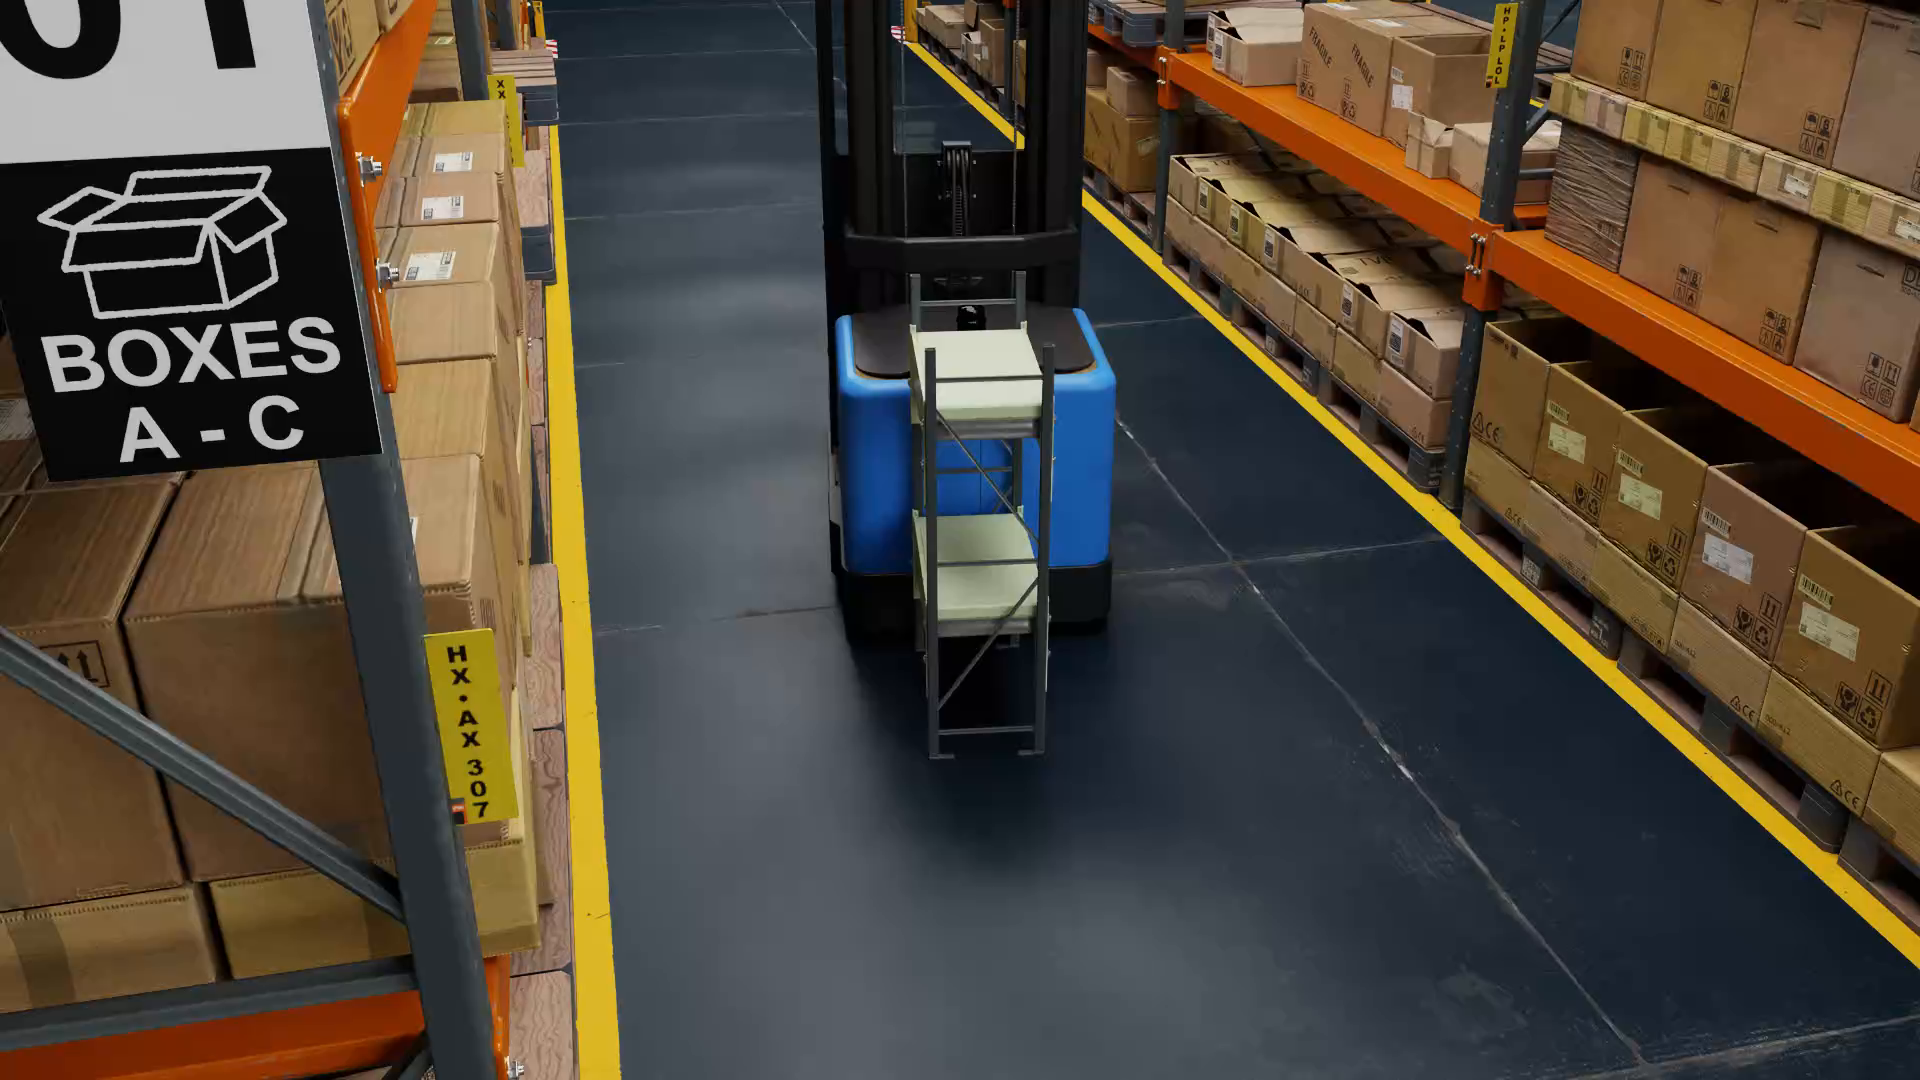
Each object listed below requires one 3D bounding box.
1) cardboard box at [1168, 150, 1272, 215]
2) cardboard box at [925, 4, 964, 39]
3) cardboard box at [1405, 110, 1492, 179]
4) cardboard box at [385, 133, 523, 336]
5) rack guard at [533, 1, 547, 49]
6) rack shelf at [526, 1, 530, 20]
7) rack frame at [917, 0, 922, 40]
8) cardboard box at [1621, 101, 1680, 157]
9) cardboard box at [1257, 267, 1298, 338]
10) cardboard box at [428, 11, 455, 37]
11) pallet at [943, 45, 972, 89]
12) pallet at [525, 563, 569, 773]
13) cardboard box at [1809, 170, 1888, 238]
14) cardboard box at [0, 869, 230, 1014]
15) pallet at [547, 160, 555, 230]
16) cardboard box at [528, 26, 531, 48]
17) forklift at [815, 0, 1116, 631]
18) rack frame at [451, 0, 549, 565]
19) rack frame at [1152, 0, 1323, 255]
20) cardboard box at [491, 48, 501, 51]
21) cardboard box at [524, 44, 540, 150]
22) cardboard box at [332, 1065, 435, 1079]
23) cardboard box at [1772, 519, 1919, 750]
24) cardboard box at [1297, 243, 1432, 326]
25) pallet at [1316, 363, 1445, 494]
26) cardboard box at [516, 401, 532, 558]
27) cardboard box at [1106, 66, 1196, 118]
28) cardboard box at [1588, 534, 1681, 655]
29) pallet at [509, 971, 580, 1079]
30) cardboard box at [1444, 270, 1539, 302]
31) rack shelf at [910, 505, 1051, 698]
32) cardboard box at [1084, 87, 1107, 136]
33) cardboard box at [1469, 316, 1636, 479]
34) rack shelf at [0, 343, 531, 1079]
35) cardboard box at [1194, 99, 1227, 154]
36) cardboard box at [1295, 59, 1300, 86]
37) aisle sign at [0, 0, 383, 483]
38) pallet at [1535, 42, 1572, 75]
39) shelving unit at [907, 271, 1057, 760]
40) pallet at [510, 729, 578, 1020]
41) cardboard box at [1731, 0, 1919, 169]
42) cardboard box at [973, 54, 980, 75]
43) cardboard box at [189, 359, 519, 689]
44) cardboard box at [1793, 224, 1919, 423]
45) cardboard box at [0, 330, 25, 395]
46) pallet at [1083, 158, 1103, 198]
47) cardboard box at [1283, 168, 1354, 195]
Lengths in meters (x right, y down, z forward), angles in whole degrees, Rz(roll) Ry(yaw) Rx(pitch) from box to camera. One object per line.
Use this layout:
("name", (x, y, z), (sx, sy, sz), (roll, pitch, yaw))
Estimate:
("cardboard box", (1.615, -2.250, 10.342), (0.500, 0.311, 0.500), (-5, 27, -10))
("cardboard box", (-0.061, -5.293, 16.972), (0.500, 0.250, 0.500), (-6, 27, -12))
("cardboard box", (2.308, -1.851, 7.737), (0.396, 0.266, 0.258), (-7, 28, -13))
("cardboard box", (-1.615, -0.921, 5.058), (0.500, 0.500, 0.500), (-6, 27, -12))
("rack guard", (-4.850, -5.202, 17.001), (1.175, 0.500, 0.348), (-6, 27, -12))
("rack shelf", (-4.394, -5.108, 14.839), (1.077, 0.370, 4.000), (-6, 27, -12))
("rack frame", (-0.019, -6.812, 17.416), (1.000, 3.000, 0.127), (-6, 27, -12))
("cardboard box", (2.673, -1.517, 6.095), (0.380, 0.149, 0.250), (-7, 28, -13))
("cardboard box", (1.968, -1.326, 9.135), (0.500, 0.250, 0.500), (-5, 27, -11))
("cardboard box", (-2.520, -2.039, 7.361), (0.700, 0.500, 0.500), (-2, 27, -5))
("pallet", (0.450, -4.649, 16.226), (1.003, 0.211, 1.213), (-6, 27, -12))
("pallet", (-1.955, 0.497, 6.031), (1.003, 0.211, 1.213), (-6, 27, -12))
("cardboard box", (2.909, -1.060, 5.191), (0.380, 0.149, 0.250), (-6, 27, -12))
("cardboard box", (-1.533, 0.590, 2.897), (0.500, 0.250, 0.500), (-6, 27, -11))
("pallet", (-3.418, -2.438, 11.847), (1.003, 0.211, 1.213), (-6, 27, -12))
("cardboard box", (-4.477, -4.862, 15.861), (0.700, 0.500, 0.500), (-6, 27, -12))
("forklift", (-0.055, -1.591, 7.149), (1.130, 2.935, 3.031), (-2, 27, -4))
("rack frame", (-2.141, -1.039, 5.979), (1.000, 3.000, 0.127), (-6, 27, -12))
("rack frame", (1.783, -3.300, 10.458), (1.000, 3.000, 0.127), (-6, 27, -12))
("cardboard box", (-2.891, -2.860, 9.843), (0.380, 0.149, 0.250), (-6, 27, -12))
("cardboard box", (-3.467, -3.117, 12.016), (0.750, 0.750, 0.750), (-5, 27, -10))
("cardboard box", (-1.307, 1.408, 3.627), (0.500, 0.311, 0.500), (-9, 28, -17))
("cardboard box", (2.936, 0.275, 5.129), (0.500, 0.500, 0.500), (-6, 27, -12))
("cardboard box", (2.081, -1.350, 8.558), (0.500, 0.311, 0.500), (-6, 27, -12))
("pallet", (2.481, -0.618, 8.240), (1.003, 0.211, 1.213), (-6, 27, -12))
("cardboard box", (-1.391, -0.144, 4.351), (0.500, 0.250, 0.500), (-6, 27, -11))
("cardboard box", (1.327, -3.126, 11.568), (0.500, 0.250, 0.500), (-5, 27, -10))
("cardboard box", (2.709, 0.171, 6.168), (0.500, 0.250, 0.500), (-6, 27, -12))
("pallet", (-1.405, 1.568, 3.908), (1.003, 0.211, 1.213), (-6, 27, -12))
("cardboard box", (2.727, -1.181, 8.224), (0.500, 0.311, 0.500), (-6, 27, -12))
("rack shelf", (0.059, 0.205, 5.903), (0.431, 0.370, 0.720), (-2, 27, -4))
("cardboard box", (1.103, -3.224, 12.594), (0.500, 0.500, 0.500), (-7, 28, -14))
("cardboard box", (2.484, -0.603, 6.869), (0.500, 0.500, 0.500), (-6, 27, -12))
("rack shelf", (-1.690, 0.160, 4.402), (1.077, 0.370, 4.000), (-6, 27, -12))
("cardboard box", (1.836, -2.838, 11.830), (0.500, 0.500, 0.500), (-7, 28, -13))
("cardboard box", (2.126, -2.633, 9.417), (0.380, 0.149, 0.250), (-4, 27, -8))
("aisle sign", (-0.931, -0.442, 1.912), (0.394, 0.787, 0.004), (-6, 27, -12))
("pallet", (5.505, -4.631, 16.191), (1.003, 0.211, 1.213), (-6, 27, -12))
("shelving unit", (0.059, -0.086, 5.757), (0.431, 1.500, 0.755), (-2, 27, -4))
("pallet", (-1.676, 1.034, 4.967), (1.003, 0.211, 1.213), (-6, 27, -12))
("cardboard box", (3.018, -1.532, 5.405), (0.700, 0.500, 0.500), (-6, 27, -12))
("cardboard box", (0.334, -4.359, 15.233), (0.380, 0.149, 0.250), (-6, 27, -12))
("cardboard box", (-1.156, -0.018, 3.268), (0.500, 0.500, 0.500), (-6, 27, -11))
("cardboard box", (3.142, -0.718, 5.232), (0.700, 0.500, 0.500), (-5, 27, -10))
("cardboard box", (-1.777, -0.193, 3.616), (0.500, 0.500, 0.500), (-7, 28, -13))
("pallet", (1.381, -2.921, 12.803), (1.003, 0.211, 1.213), (-6, 27, -12))
("cardboard box", (2.265, -2.077, 10.000), (0.500, 0.311, 0.500), (-6, 27, -12))
